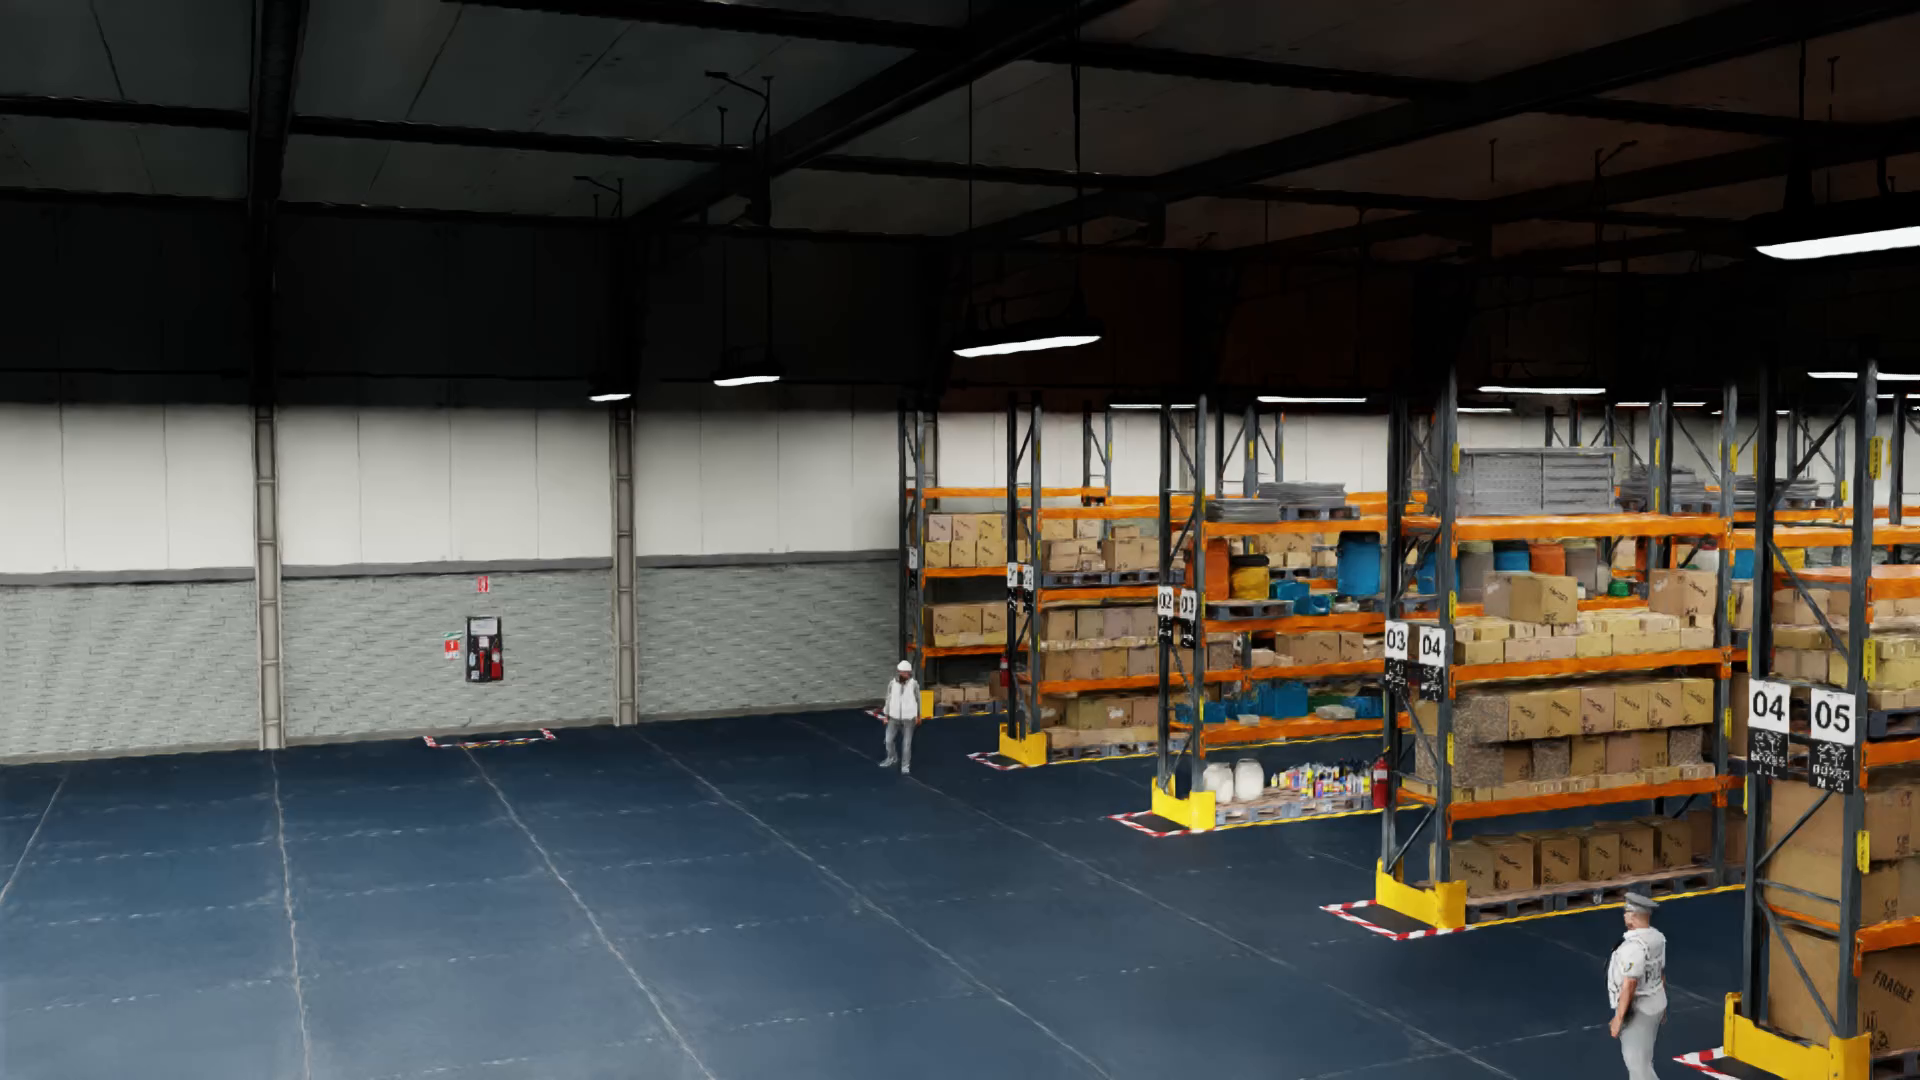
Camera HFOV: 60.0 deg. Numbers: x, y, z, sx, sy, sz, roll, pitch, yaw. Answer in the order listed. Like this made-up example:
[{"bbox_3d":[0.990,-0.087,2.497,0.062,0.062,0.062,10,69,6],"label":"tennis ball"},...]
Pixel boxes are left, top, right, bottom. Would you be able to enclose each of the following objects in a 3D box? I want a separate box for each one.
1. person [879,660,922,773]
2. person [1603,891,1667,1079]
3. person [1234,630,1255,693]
[{"bbox_3d":[-0.942,2.749,25.977,0.694,1.763,0.454,0,3,8],"label":"person"},{"bbox_3d":[5.125,3.562,12.528,0.506,1.748,0.744,3,4,37],"label":"person"},{"bbox_3d":[5.531,2.417,32.872,1.058,1.598,0.511,-2,4,-33],"label":"person"}]
